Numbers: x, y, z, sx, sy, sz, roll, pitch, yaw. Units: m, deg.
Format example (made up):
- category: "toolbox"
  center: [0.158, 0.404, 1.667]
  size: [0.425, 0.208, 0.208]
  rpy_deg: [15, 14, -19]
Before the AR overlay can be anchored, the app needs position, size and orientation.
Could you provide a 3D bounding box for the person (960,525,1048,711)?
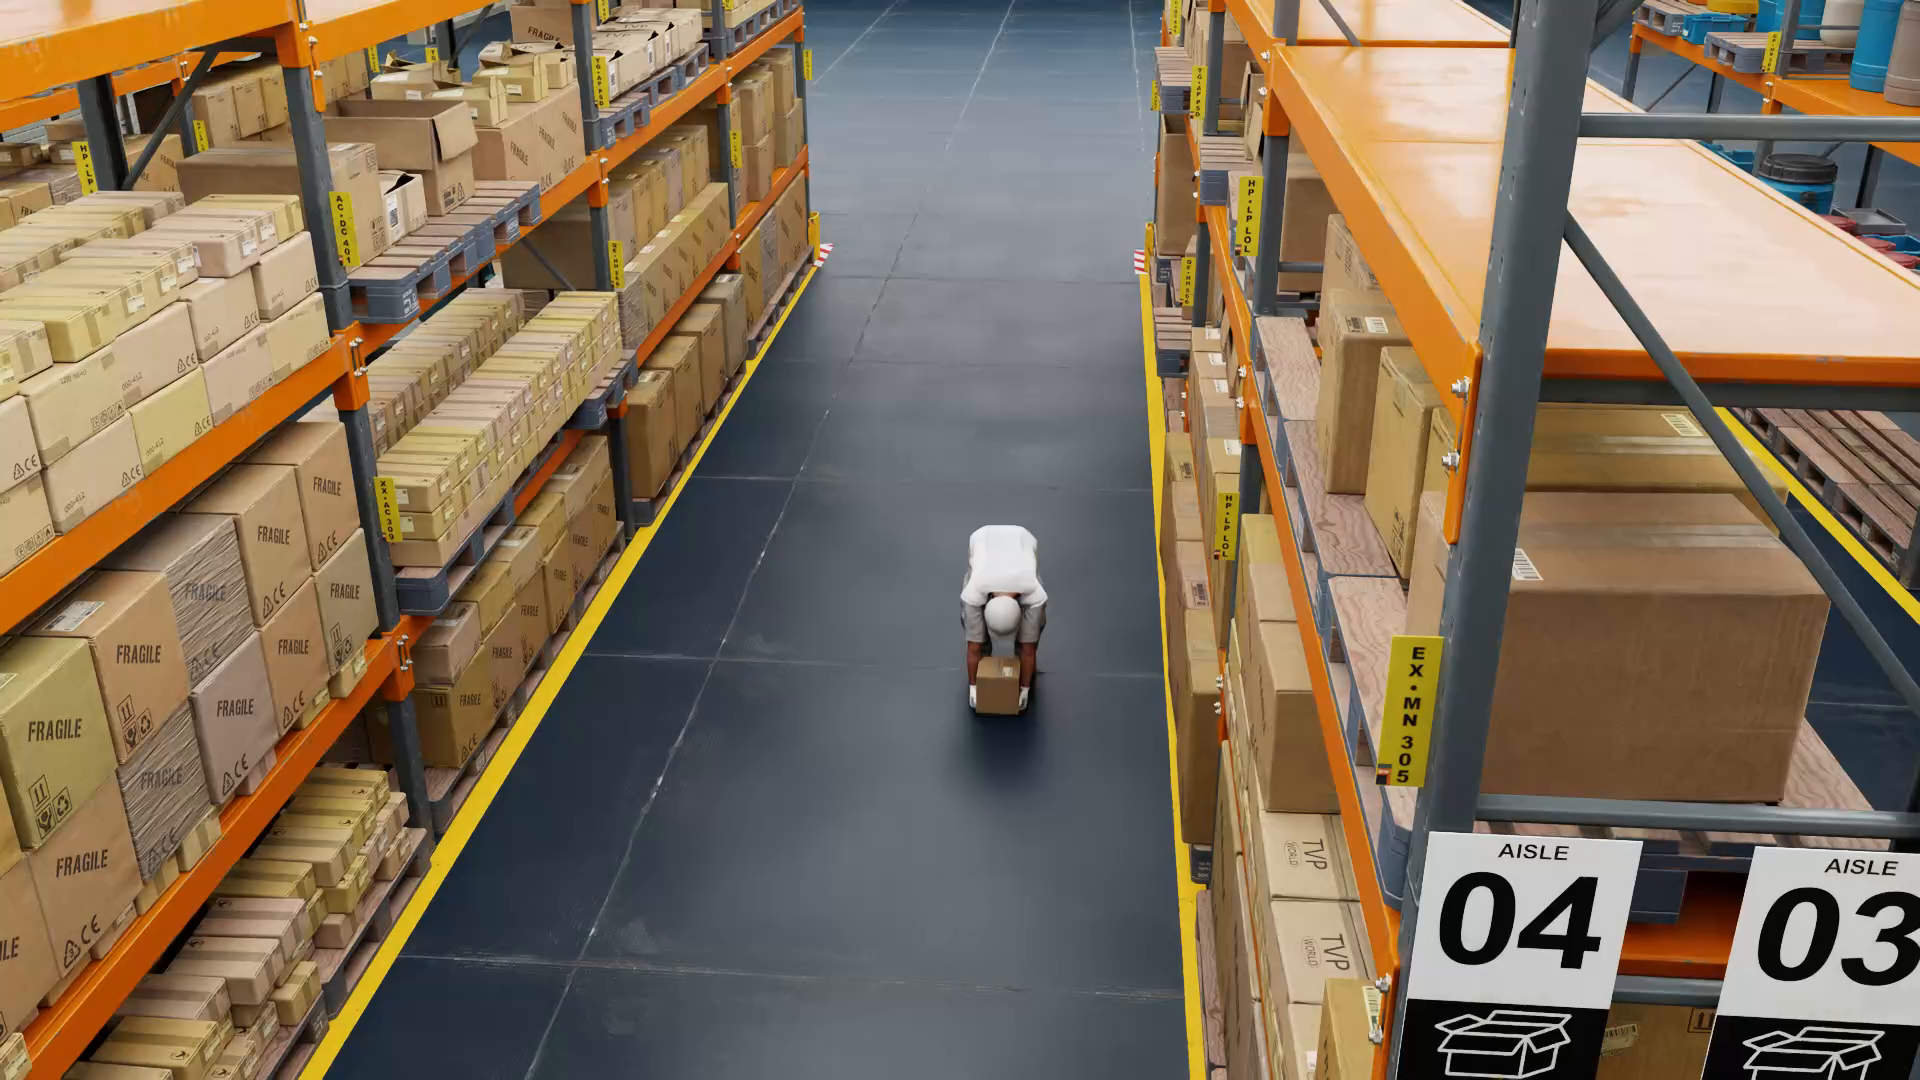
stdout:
- category: "person"
  center: [0.263, 0.444, 10.038]
  size: [0.526, 0.932, 0.983]
  rpy_deg: [1, 24, 2]
